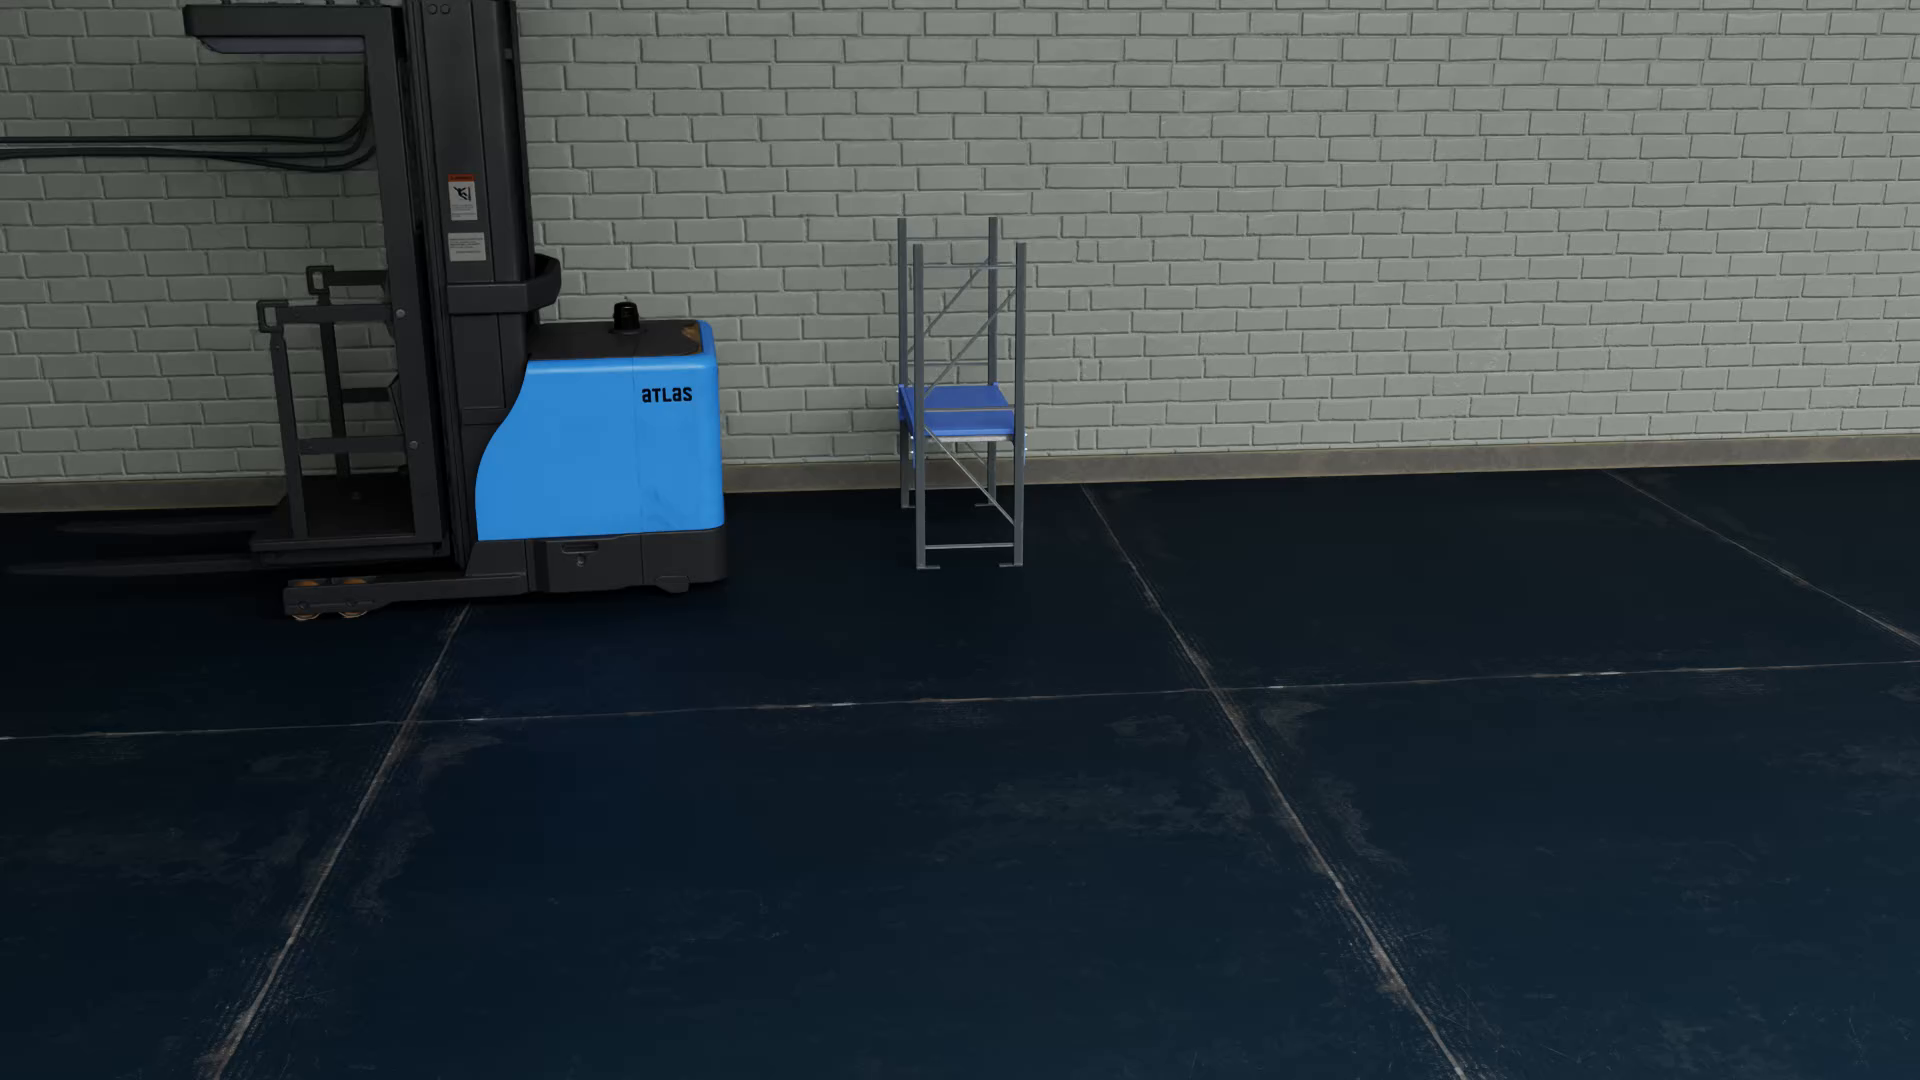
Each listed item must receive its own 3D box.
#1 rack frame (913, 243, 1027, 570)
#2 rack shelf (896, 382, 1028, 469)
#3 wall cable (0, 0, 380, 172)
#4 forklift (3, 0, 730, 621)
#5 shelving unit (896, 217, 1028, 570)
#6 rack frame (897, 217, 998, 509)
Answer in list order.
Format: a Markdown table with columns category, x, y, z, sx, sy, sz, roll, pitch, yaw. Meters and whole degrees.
| category | x | y | z | sx | sy | sz | roll | pitch | yaw |
| --- | --- | --- | --- | --- | --- | --- | --- | --- | --- |
| rack frame | 0.044 | -0.590 | 7.551 | 0.500 | 1.500 | 0.032 | -2 | 18 | -6 |
| rack shelf | -0.009 | -0.569 | 8.087 | 0.538 | 0.185 | 1.000 | -2 | 18 | -6 |
| wall cable | -4.304 | -2.963 | 7.776 | 3.097 | 2.526 | 0.112 | -2 | 18 | -6 |
| forklift | -2.598 | -1.226 | 7.189 | 3.031 | 2.935 | 1.130 | -3 | 18 | -9 |
| shelving unit | -0.009 | -0.741 | 8.033 | 0.538 | 1.500 | 1.048 | -2 | 18 | -6 |
| rack frame | -0.061 | -0.892 | 8.516 | 0.500 | 1.500 | 0.032 | -2 | 18 | -6 |
